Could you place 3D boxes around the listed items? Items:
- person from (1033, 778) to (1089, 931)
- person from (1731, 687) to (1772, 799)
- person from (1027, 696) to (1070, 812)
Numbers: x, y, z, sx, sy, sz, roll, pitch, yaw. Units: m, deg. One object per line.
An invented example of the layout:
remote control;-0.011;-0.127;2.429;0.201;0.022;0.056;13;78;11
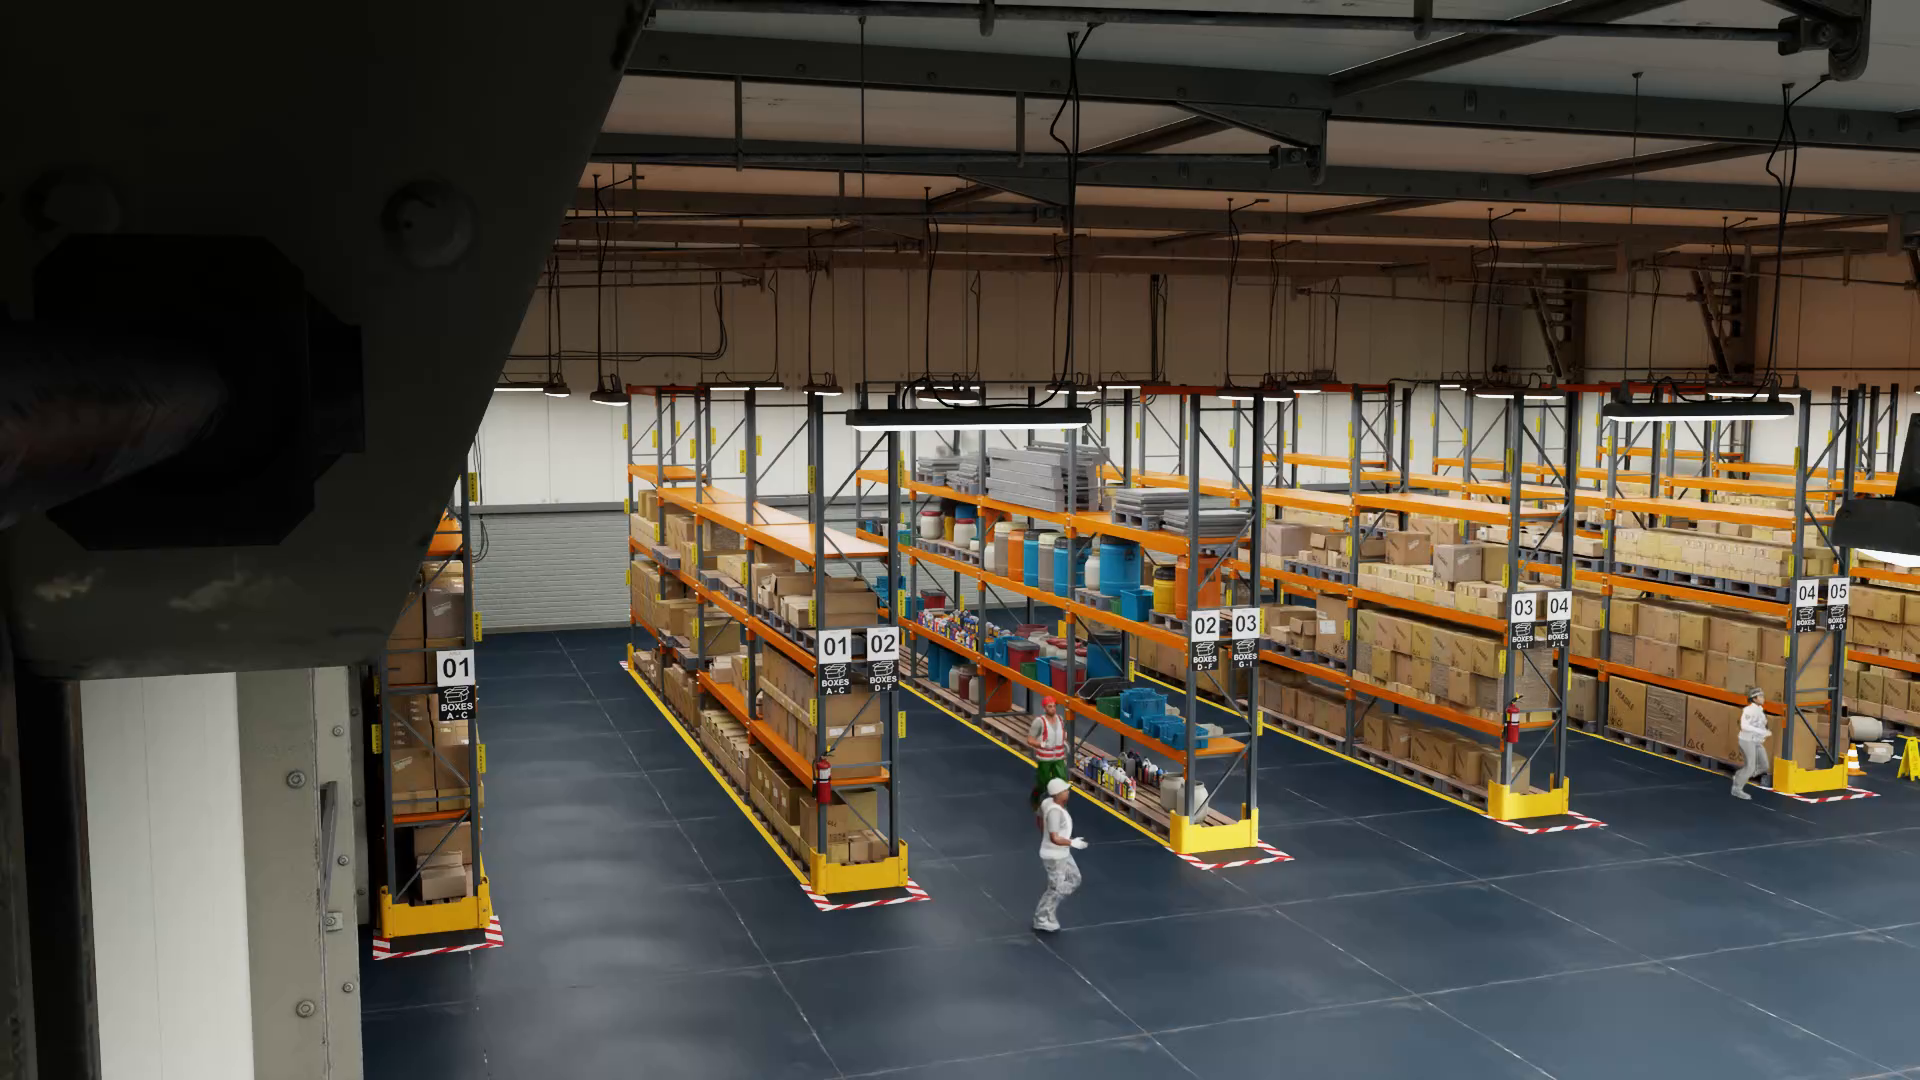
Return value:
person;1.132;3.528;18.648;0.625;1.747;0.674;1;6;7
person;11.755;2.962;24.525;0.632;1.592;0.525;-5;8;-41
person;1.243;3.041;23.055;0.656;1.786;0.987;-2;6;-22
